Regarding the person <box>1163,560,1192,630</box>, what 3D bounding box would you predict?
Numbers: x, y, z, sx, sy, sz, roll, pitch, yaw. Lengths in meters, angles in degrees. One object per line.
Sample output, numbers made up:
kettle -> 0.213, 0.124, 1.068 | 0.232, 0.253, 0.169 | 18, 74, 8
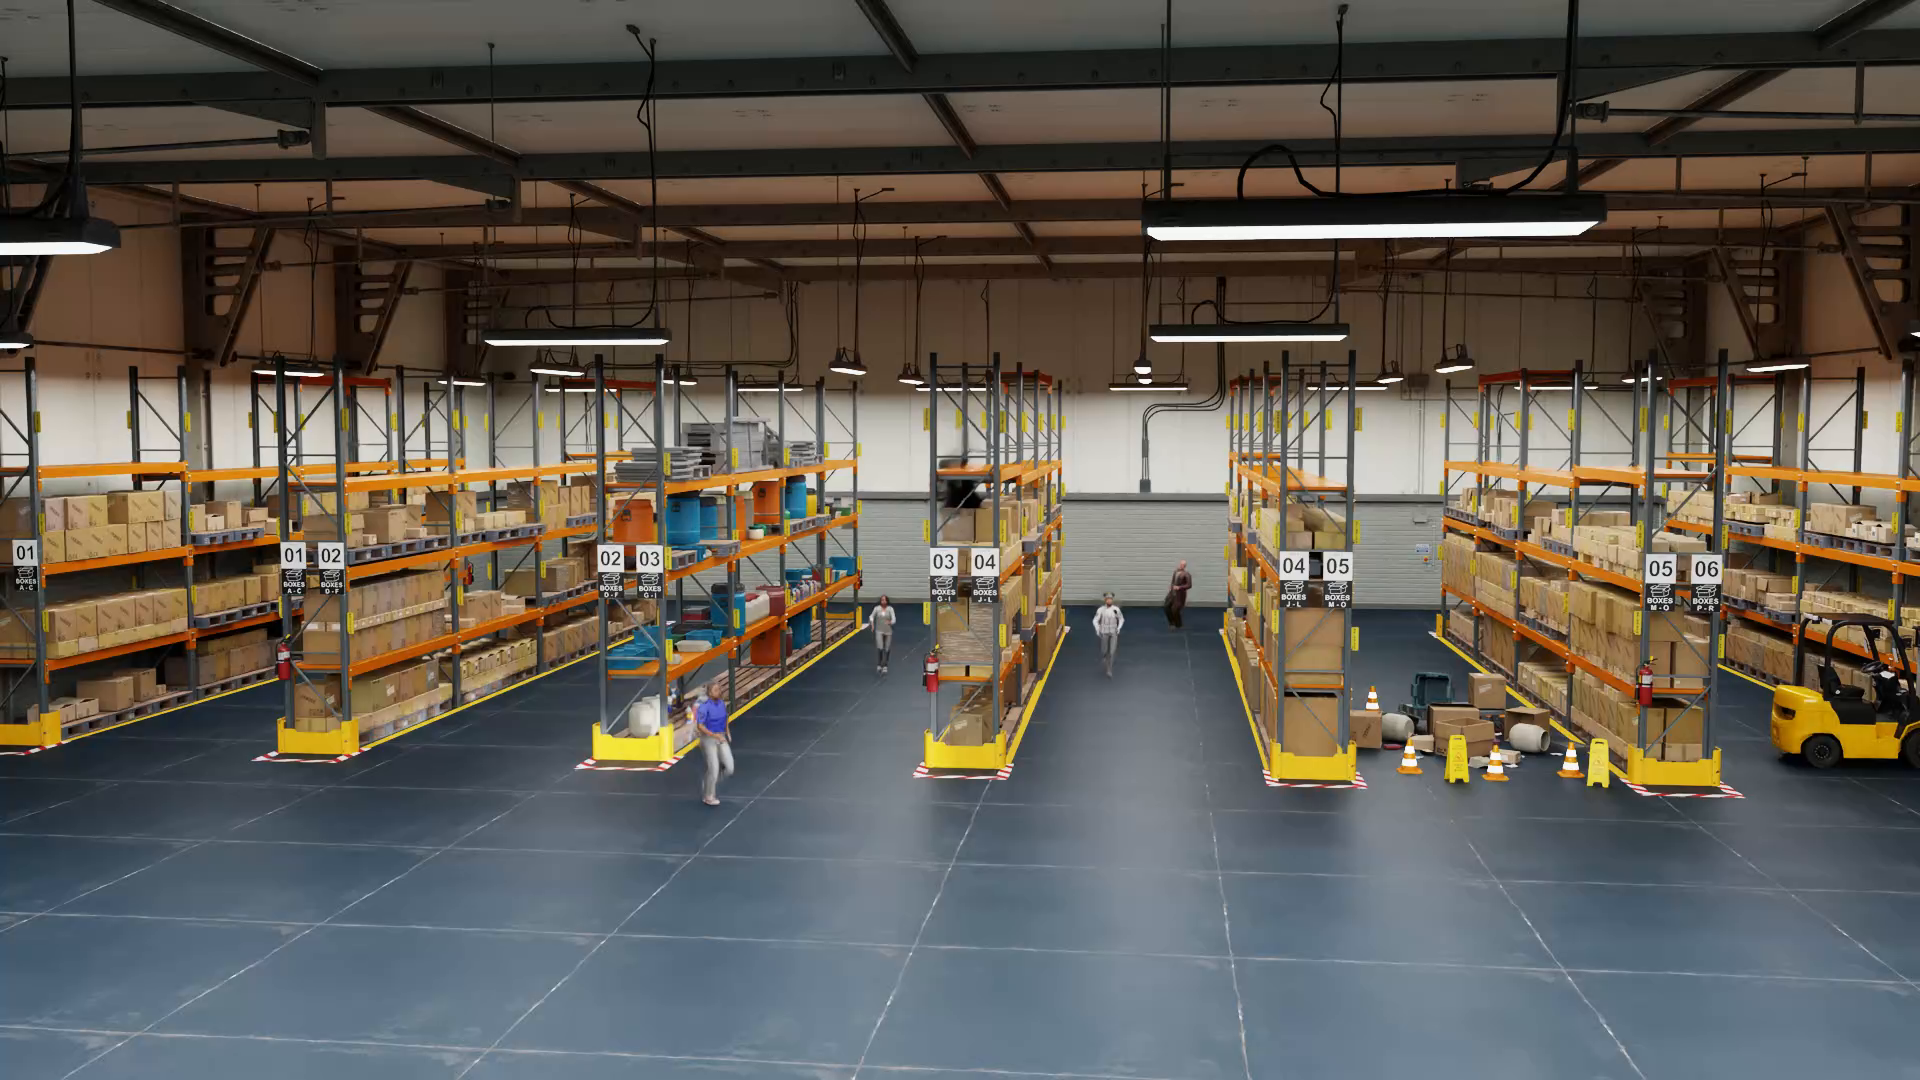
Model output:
person -> 5.261, 1.330, 39.902 | 0.601, 1.705, 0.729 | -4, 5, -42

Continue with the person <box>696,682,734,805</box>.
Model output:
person -> -3.183, 2.659, 21.758 | 0.579, 1.597, 0.618 | 3, 5, 37

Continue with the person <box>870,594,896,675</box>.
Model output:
person -> -1.520, 1.872, 32.919 | 0.506, 1.586, 0.656 | -1, 4, -7

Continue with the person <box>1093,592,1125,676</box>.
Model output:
person -> 2.960, 1.847, 33.025 | 0.628, 1.662, 0.623 | 0, 4, 0
